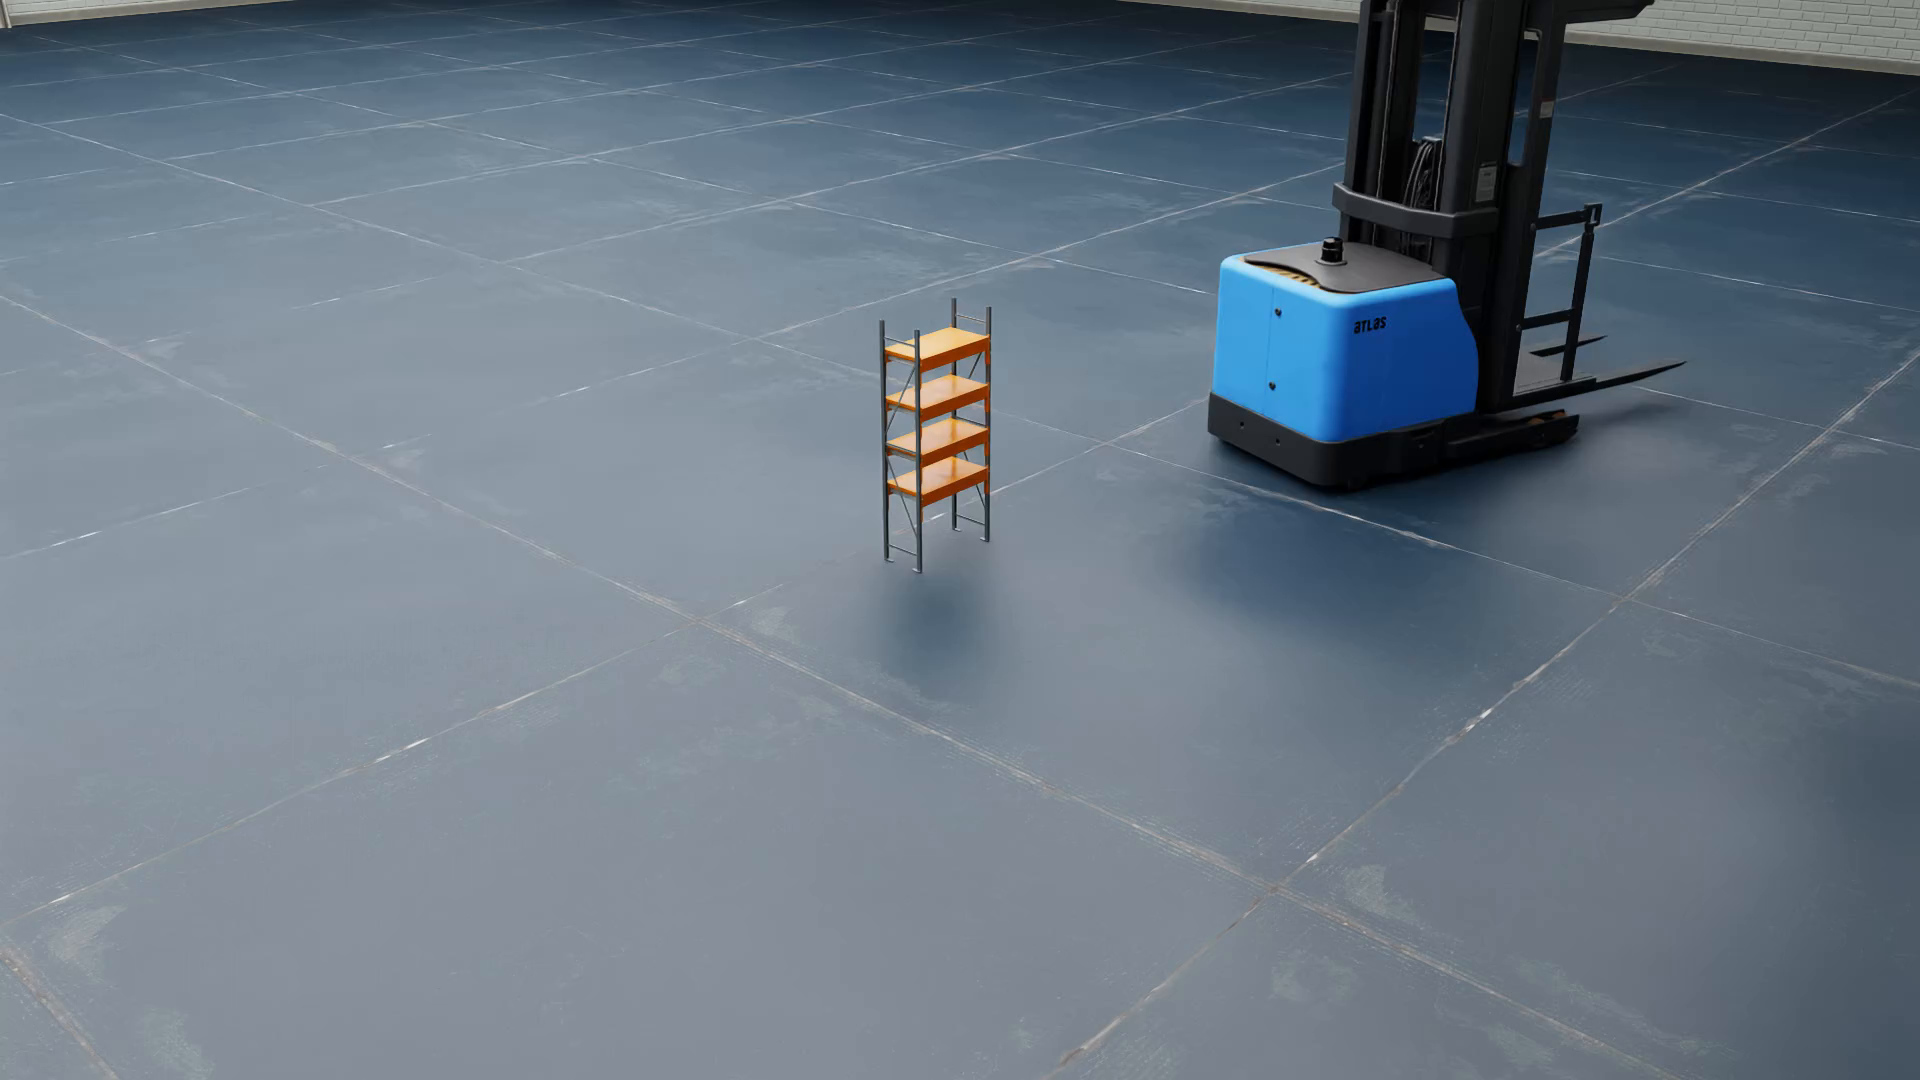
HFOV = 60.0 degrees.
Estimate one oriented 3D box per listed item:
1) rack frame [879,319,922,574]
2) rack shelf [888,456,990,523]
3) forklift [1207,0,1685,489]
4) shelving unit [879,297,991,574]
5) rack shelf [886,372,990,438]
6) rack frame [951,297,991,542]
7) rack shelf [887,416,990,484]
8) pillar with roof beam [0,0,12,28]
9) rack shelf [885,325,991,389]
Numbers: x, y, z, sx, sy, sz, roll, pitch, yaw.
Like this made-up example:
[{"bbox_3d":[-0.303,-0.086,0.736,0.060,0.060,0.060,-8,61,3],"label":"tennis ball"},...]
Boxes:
[{"bbox_3d":[-0.273,-0.423,7.726,0.240,1.200,0.015,20,31,38],"label":"rack frame"},{"bbox_3d":[-0.110,-0.254,8.001,0.258,0.148,0.480,20,31,38],"label":"rack shelf"},{"bbox_3d":[2.943,-2.032,9.200,3.031,2.935,1.130,-13,27,-27],"label":"forklift"},{"bbox_3d":[-0.110,-0.497,7.892,0.258,1.200,0.503,20,31,38],"label":"shelving unit"},{"bbox_3d":[-0.110,-0.640,7.828,0.258,0.148,0.480,20,31,38],"label":"rack shelf"},{"bbox_3d":[0.052,-0.571,8.058,0.240,1.200,0.015,20,31,38],"label":"rack frame"},{"bbox_3d":[-0.110,-0.436,7.920,0.258,0.148,0.480,20,31,38],"label":"rack shelf"},{"bbox_3d":[-12.072,-11.034,21.861,9.100,9.000,0.400,20,31,38],"label":"pillar with roof beam"},{"bbox_3d":[-0.110,-0.856,7.731,0.258,0.148,0.480,20,31,38],"label":"rack shelf"}]
